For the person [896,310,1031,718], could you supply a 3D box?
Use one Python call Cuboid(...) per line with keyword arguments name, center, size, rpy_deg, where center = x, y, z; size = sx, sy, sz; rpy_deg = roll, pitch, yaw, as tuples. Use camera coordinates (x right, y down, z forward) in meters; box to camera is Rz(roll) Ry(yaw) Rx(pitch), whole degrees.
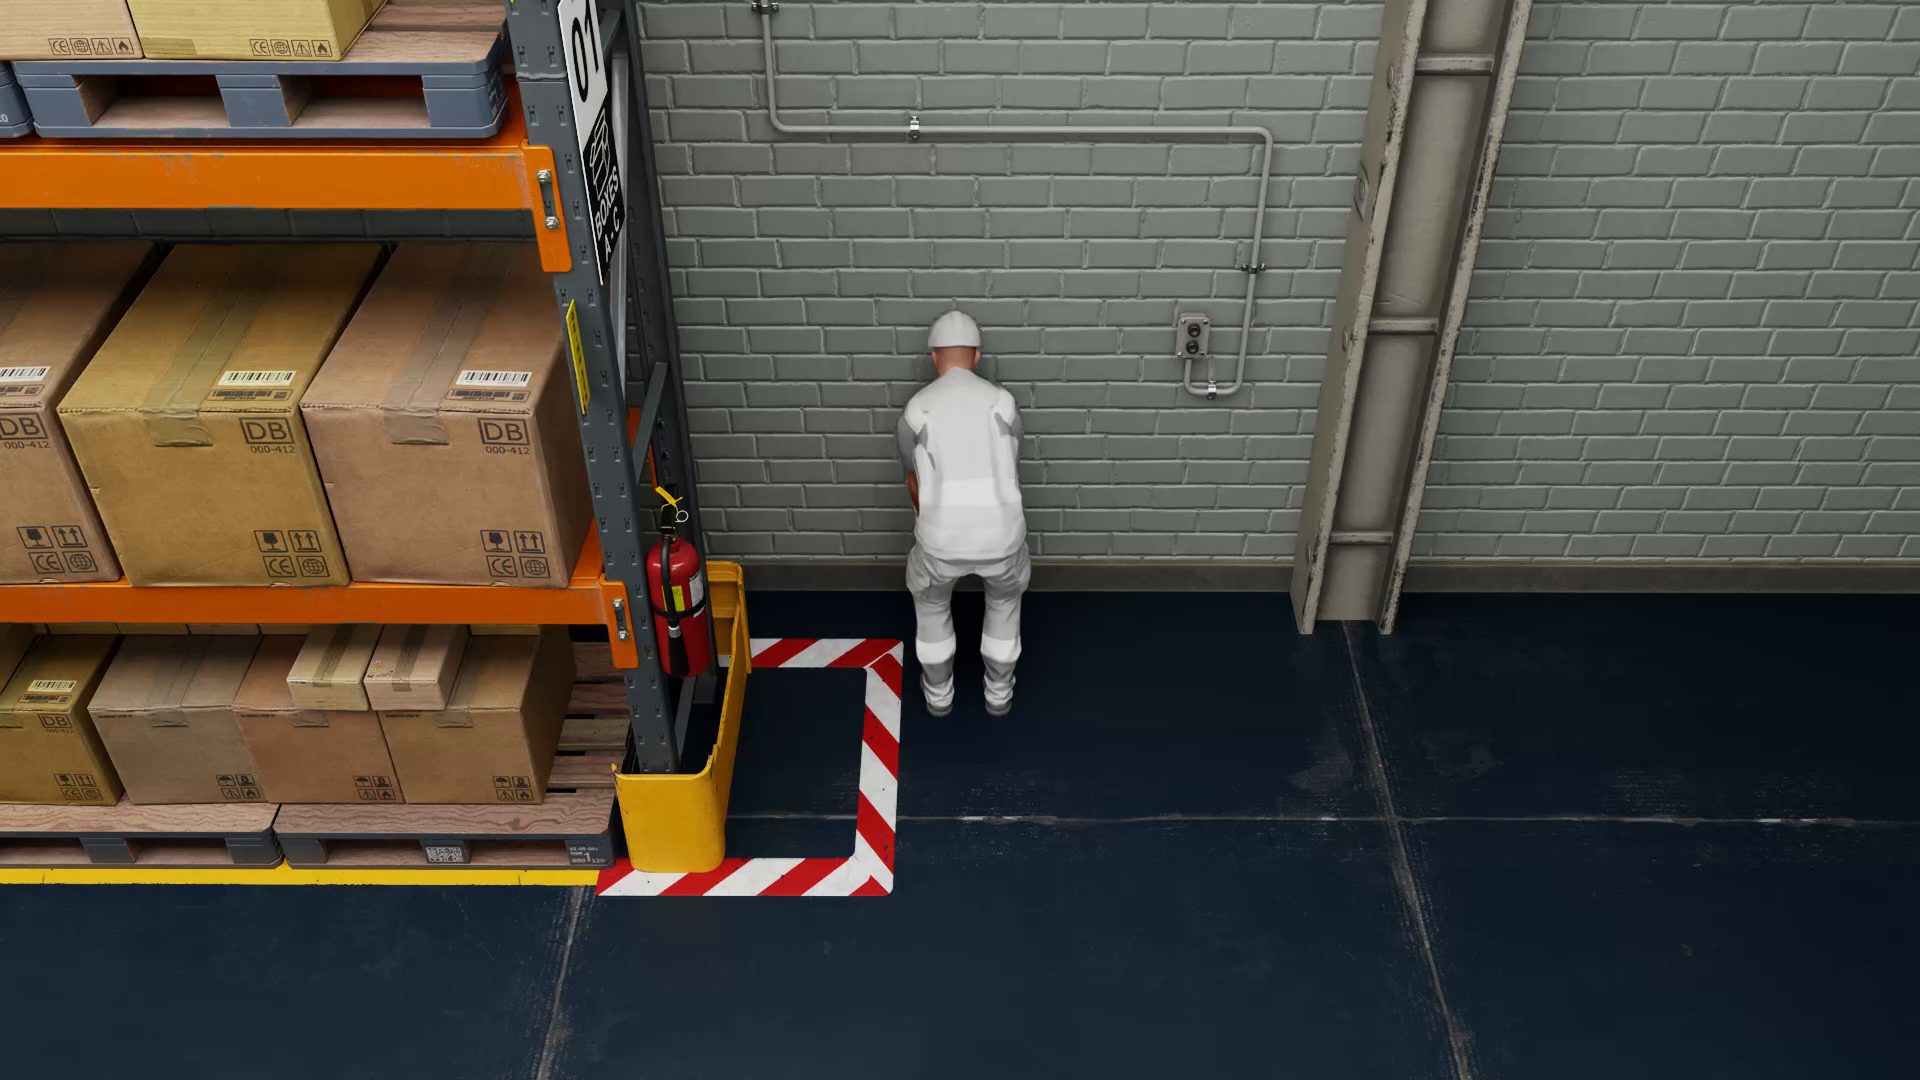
Cuboid(name="person", center=(0.015, -0.075, 6.433), size=(0.497, 1.526, 0.823), rpy_deg=(-2, 39, -3))
